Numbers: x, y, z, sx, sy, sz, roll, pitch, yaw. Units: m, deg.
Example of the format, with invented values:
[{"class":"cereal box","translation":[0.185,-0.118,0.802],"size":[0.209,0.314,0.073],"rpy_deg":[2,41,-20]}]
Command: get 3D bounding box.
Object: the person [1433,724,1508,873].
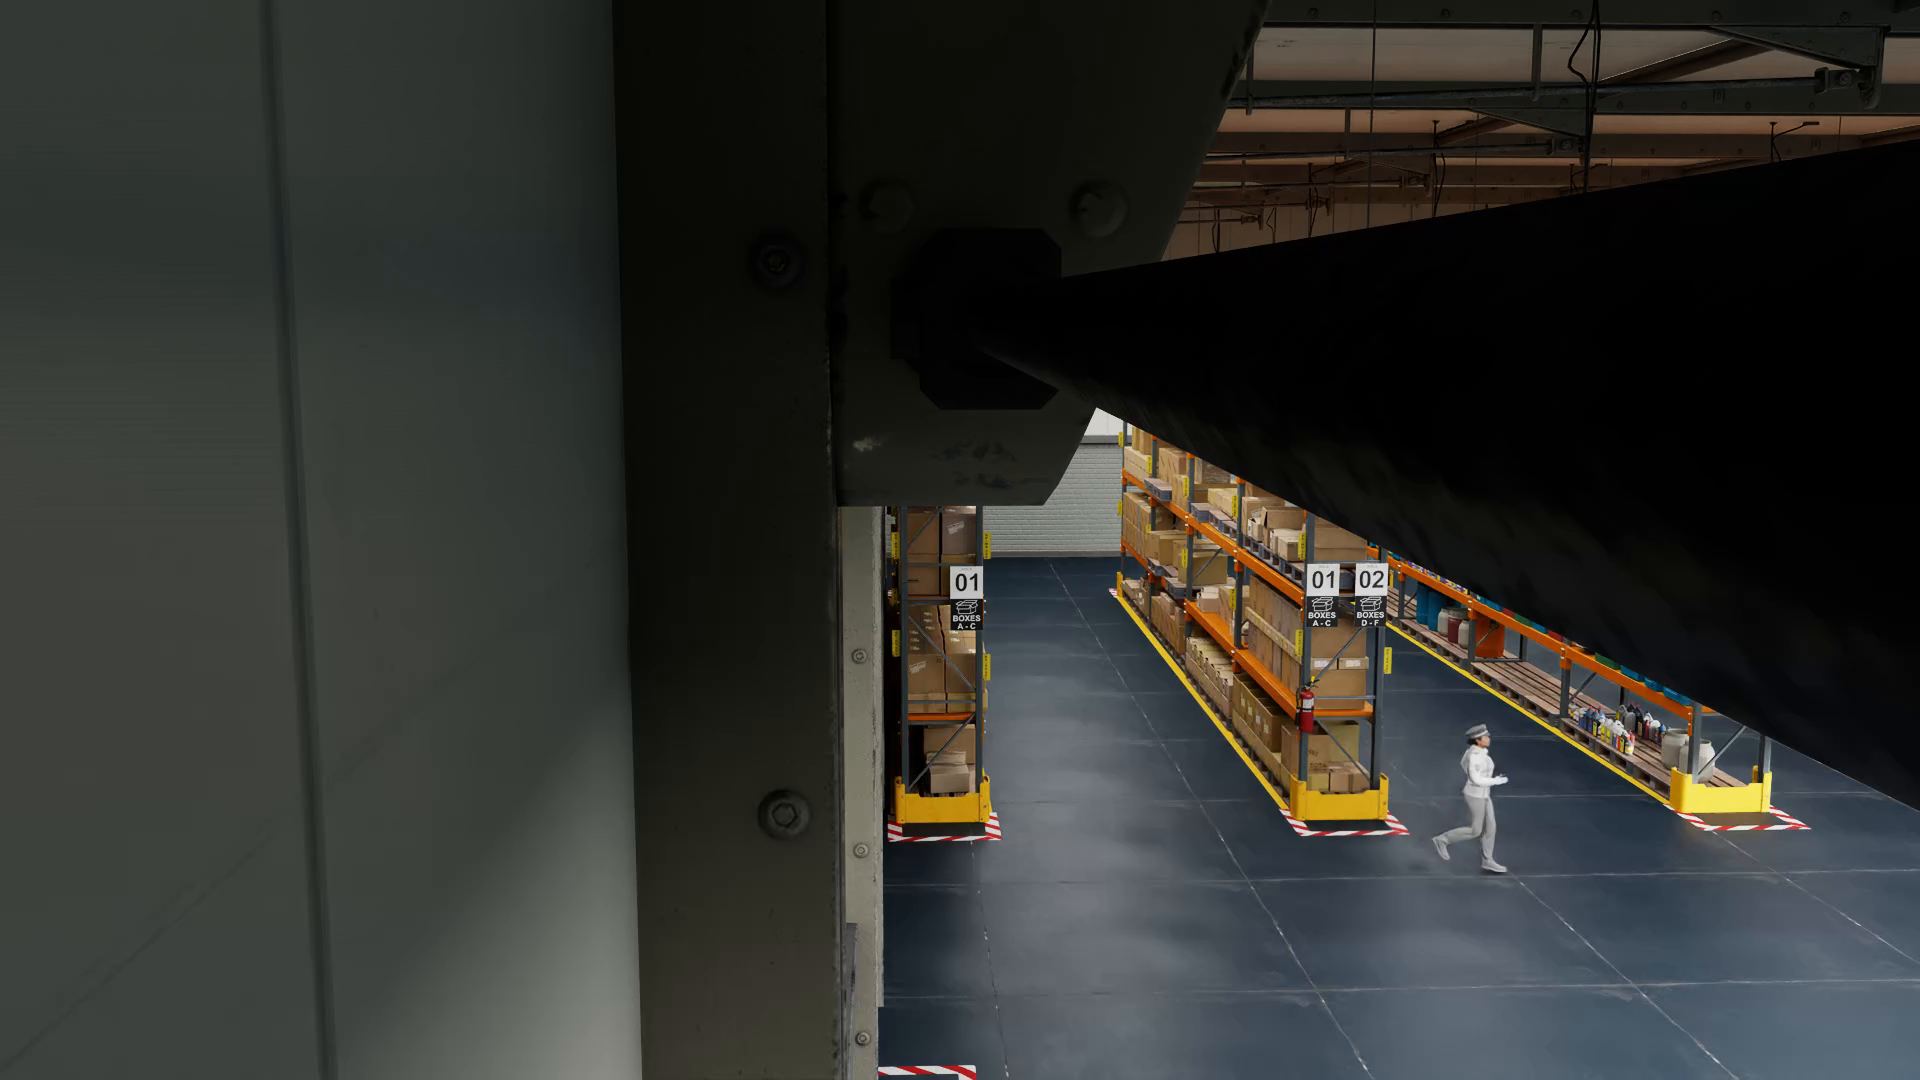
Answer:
[{"class":"person","translation":[5.771,2.876,18.708],"size":[0.813,1.676,0.623],"rpy_deg":[3,9,23]}]
